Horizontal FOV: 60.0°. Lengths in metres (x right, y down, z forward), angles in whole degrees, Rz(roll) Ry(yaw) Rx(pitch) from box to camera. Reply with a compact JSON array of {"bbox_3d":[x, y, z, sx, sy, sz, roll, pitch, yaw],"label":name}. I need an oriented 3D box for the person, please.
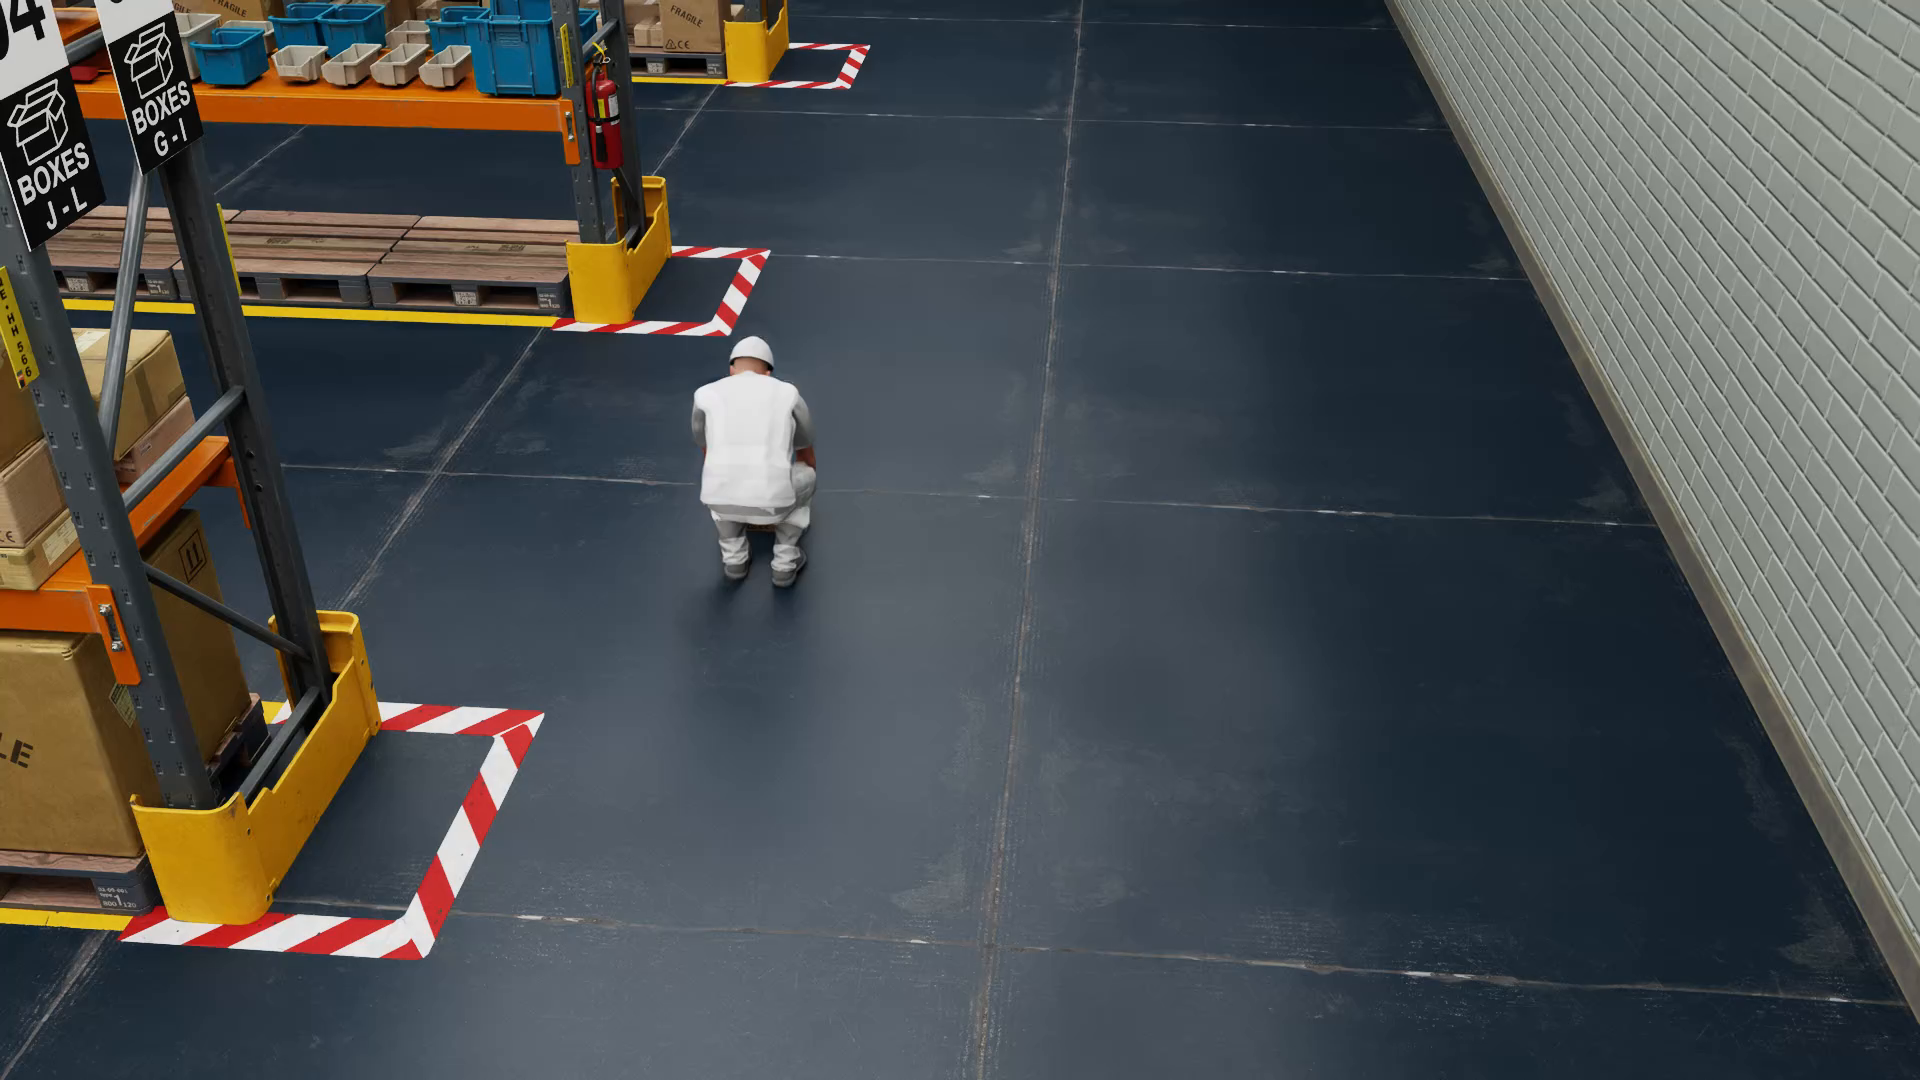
[{"bbox_3d":[-0.930,-0.328,7.443,0.572,0.955,0.882,2,32,4],"label":"person"}]
